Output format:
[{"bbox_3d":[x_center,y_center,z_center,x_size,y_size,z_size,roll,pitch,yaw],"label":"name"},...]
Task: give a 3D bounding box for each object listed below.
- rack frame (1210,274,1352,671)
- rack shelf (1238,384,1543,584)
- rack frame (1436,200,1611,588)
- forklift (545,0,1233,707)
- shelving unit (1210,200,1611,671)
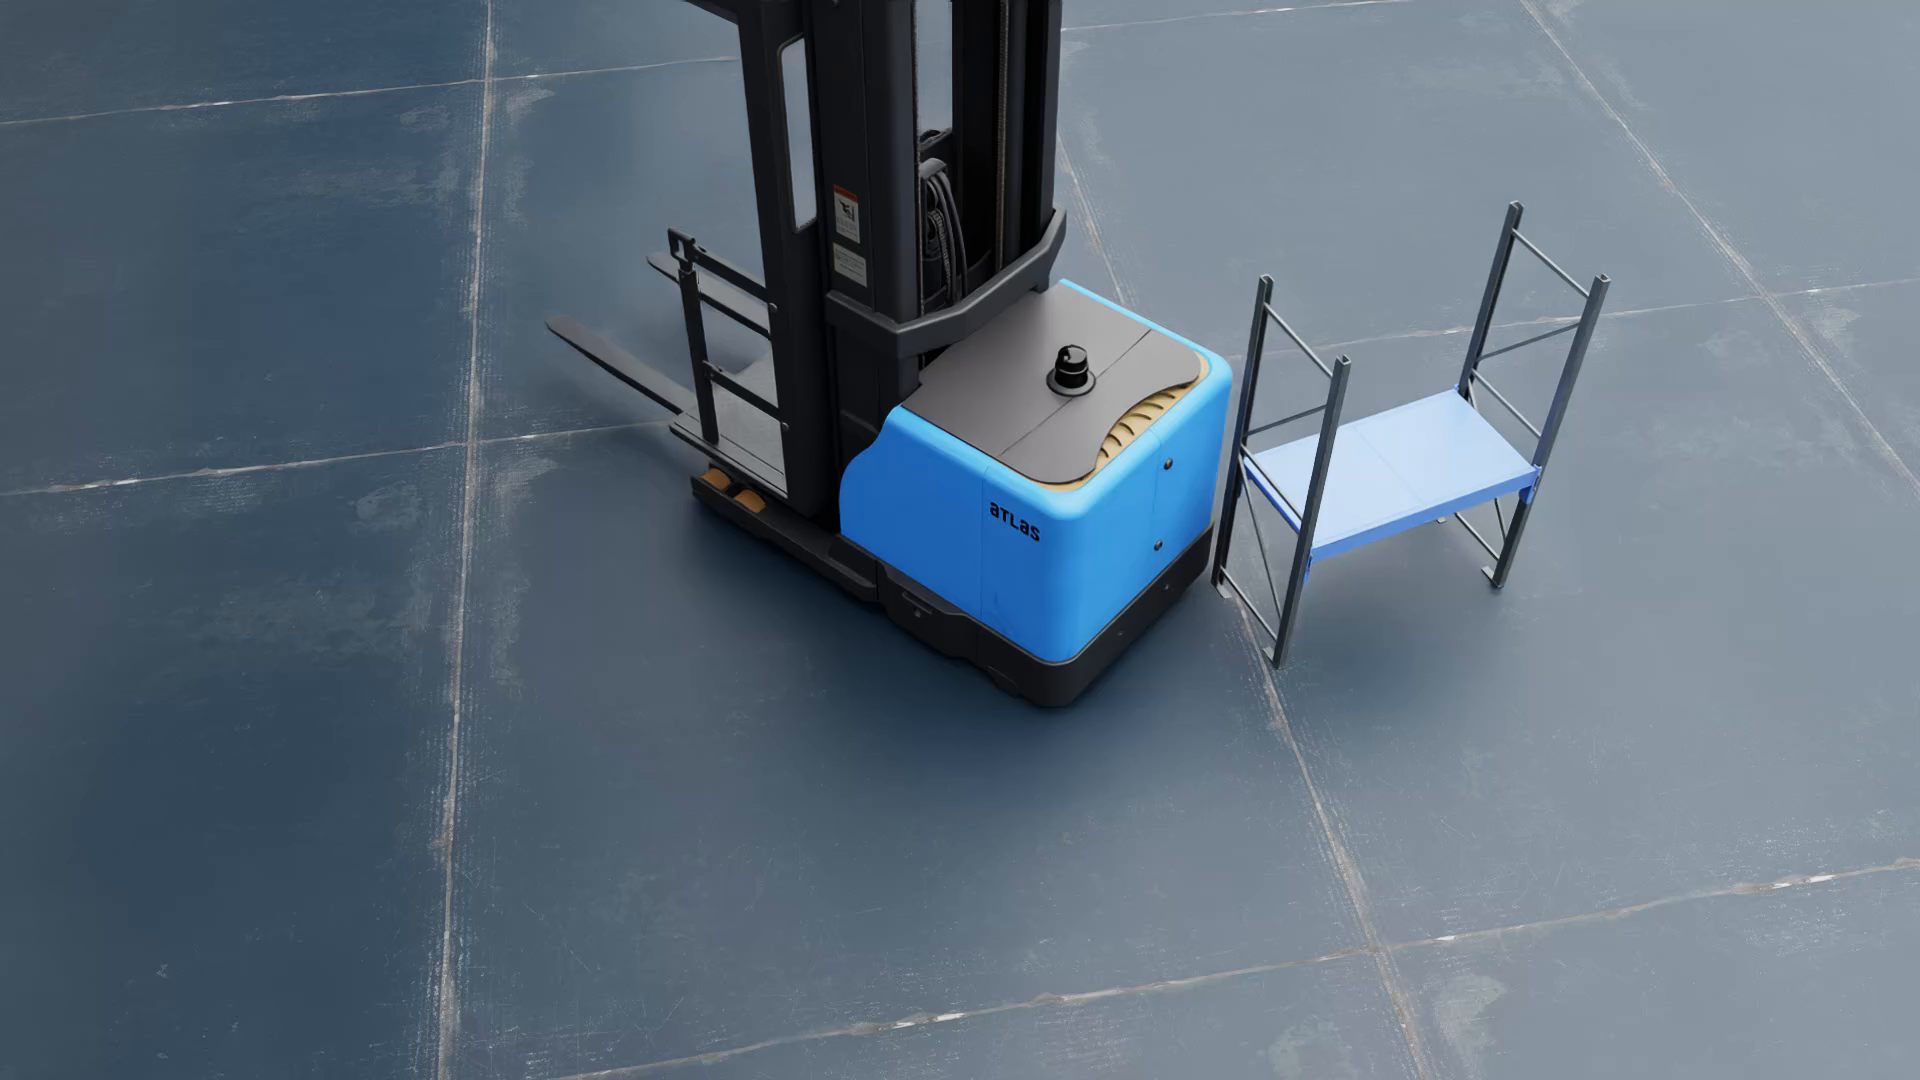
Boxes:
[{"bbox_3d":[1.110,-0.195,5.897,0.032,1.500,0.500,-18,49,-17],"label":"rack frame"},{"bbox_3d":[1.573,-0.222,6.172,1.000,0.185,0.538,-18,49,-17],"label":"rack shelf"},{"bbox_3d":[2.036,-0.498,6.189,0.032,1.500,0.500,-18,49,-17],"label":"rack frame"},{"bbox_3d":[-0.471,-1.317,5.983,3.031,2.935,1.130,31,54,26],"label":"forklift"},{"bbox_3d":[1.573,-0.347,6.043,1.048,1.500,0.538,-18,49,-17],"label":"shelving unit"}]
